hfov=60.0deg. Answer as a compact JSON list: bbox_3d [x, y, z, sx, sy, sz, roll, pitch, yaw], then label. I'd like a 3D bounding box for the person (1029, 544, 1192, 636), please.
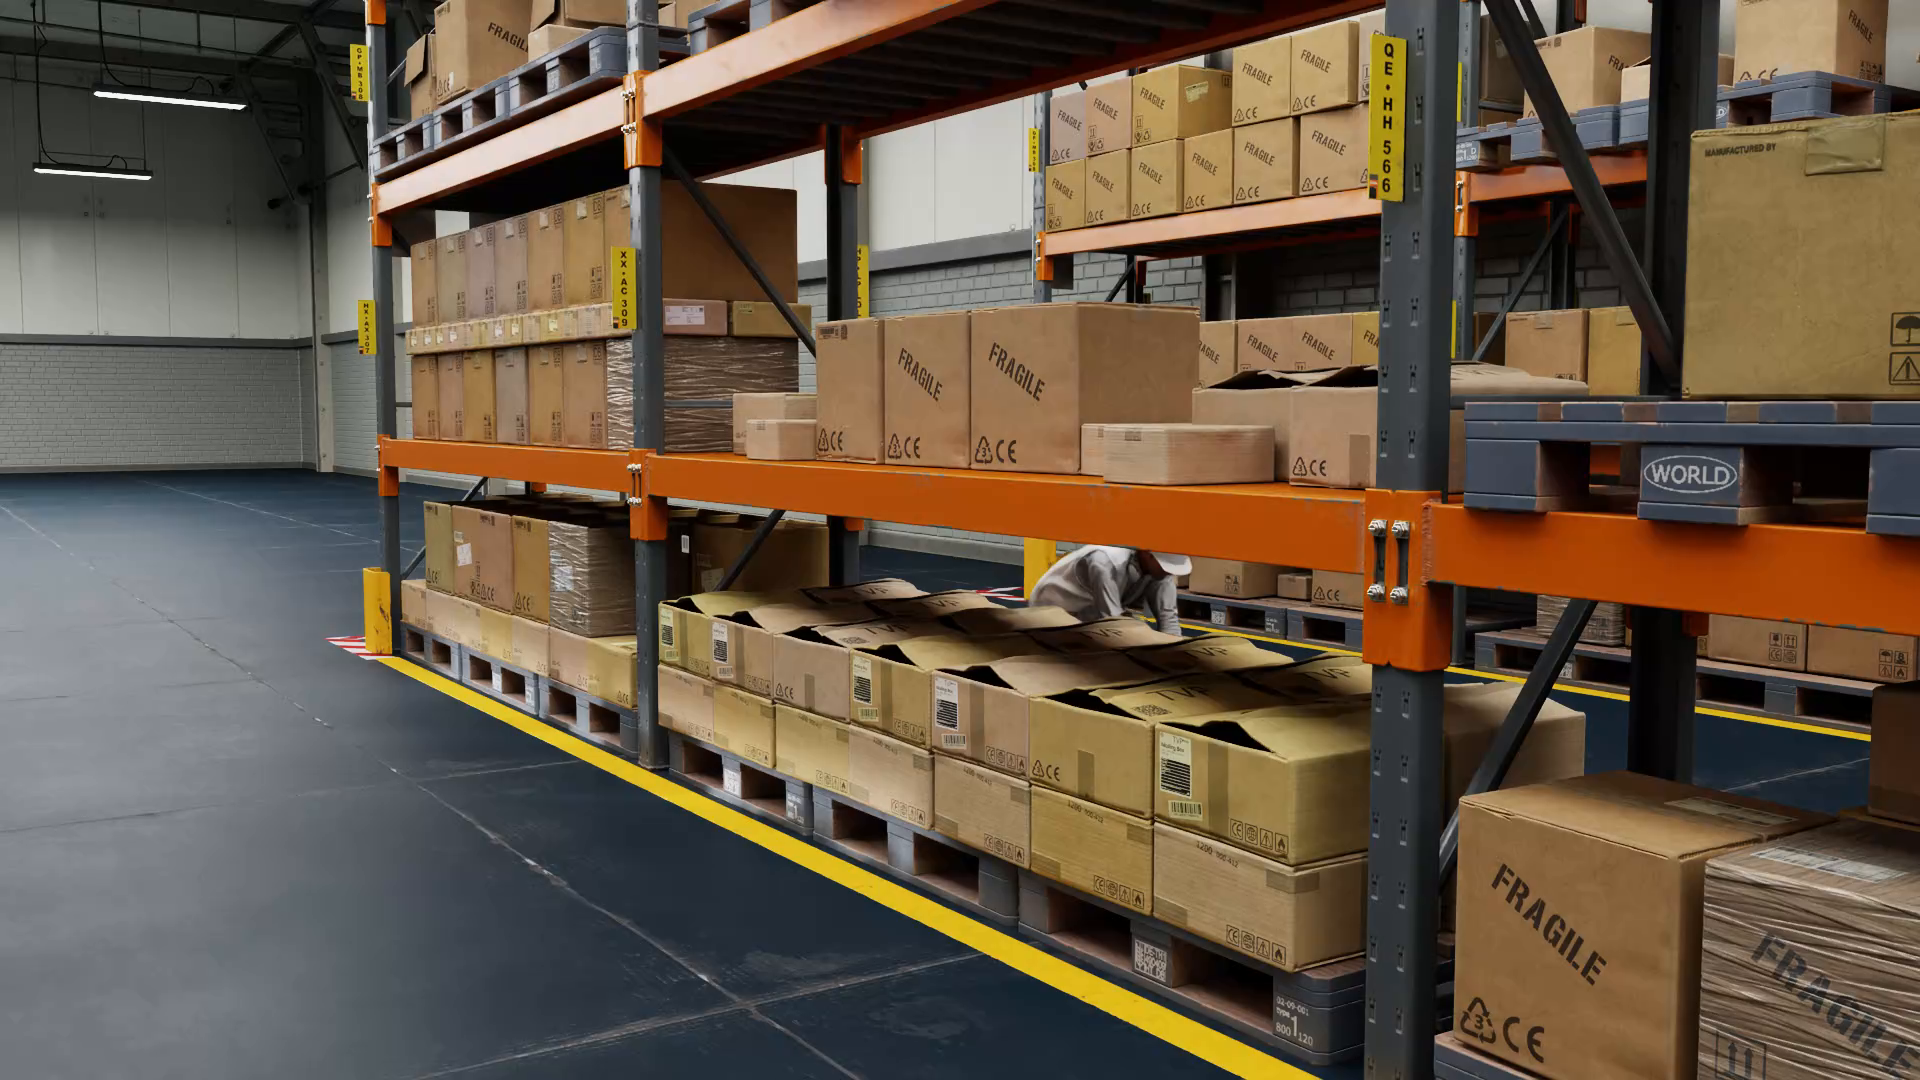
[{"bbox_3d":[0.728,0.373,7.865,0.502,1.007,0.902,-3,6,-35],"label":"person"}]
